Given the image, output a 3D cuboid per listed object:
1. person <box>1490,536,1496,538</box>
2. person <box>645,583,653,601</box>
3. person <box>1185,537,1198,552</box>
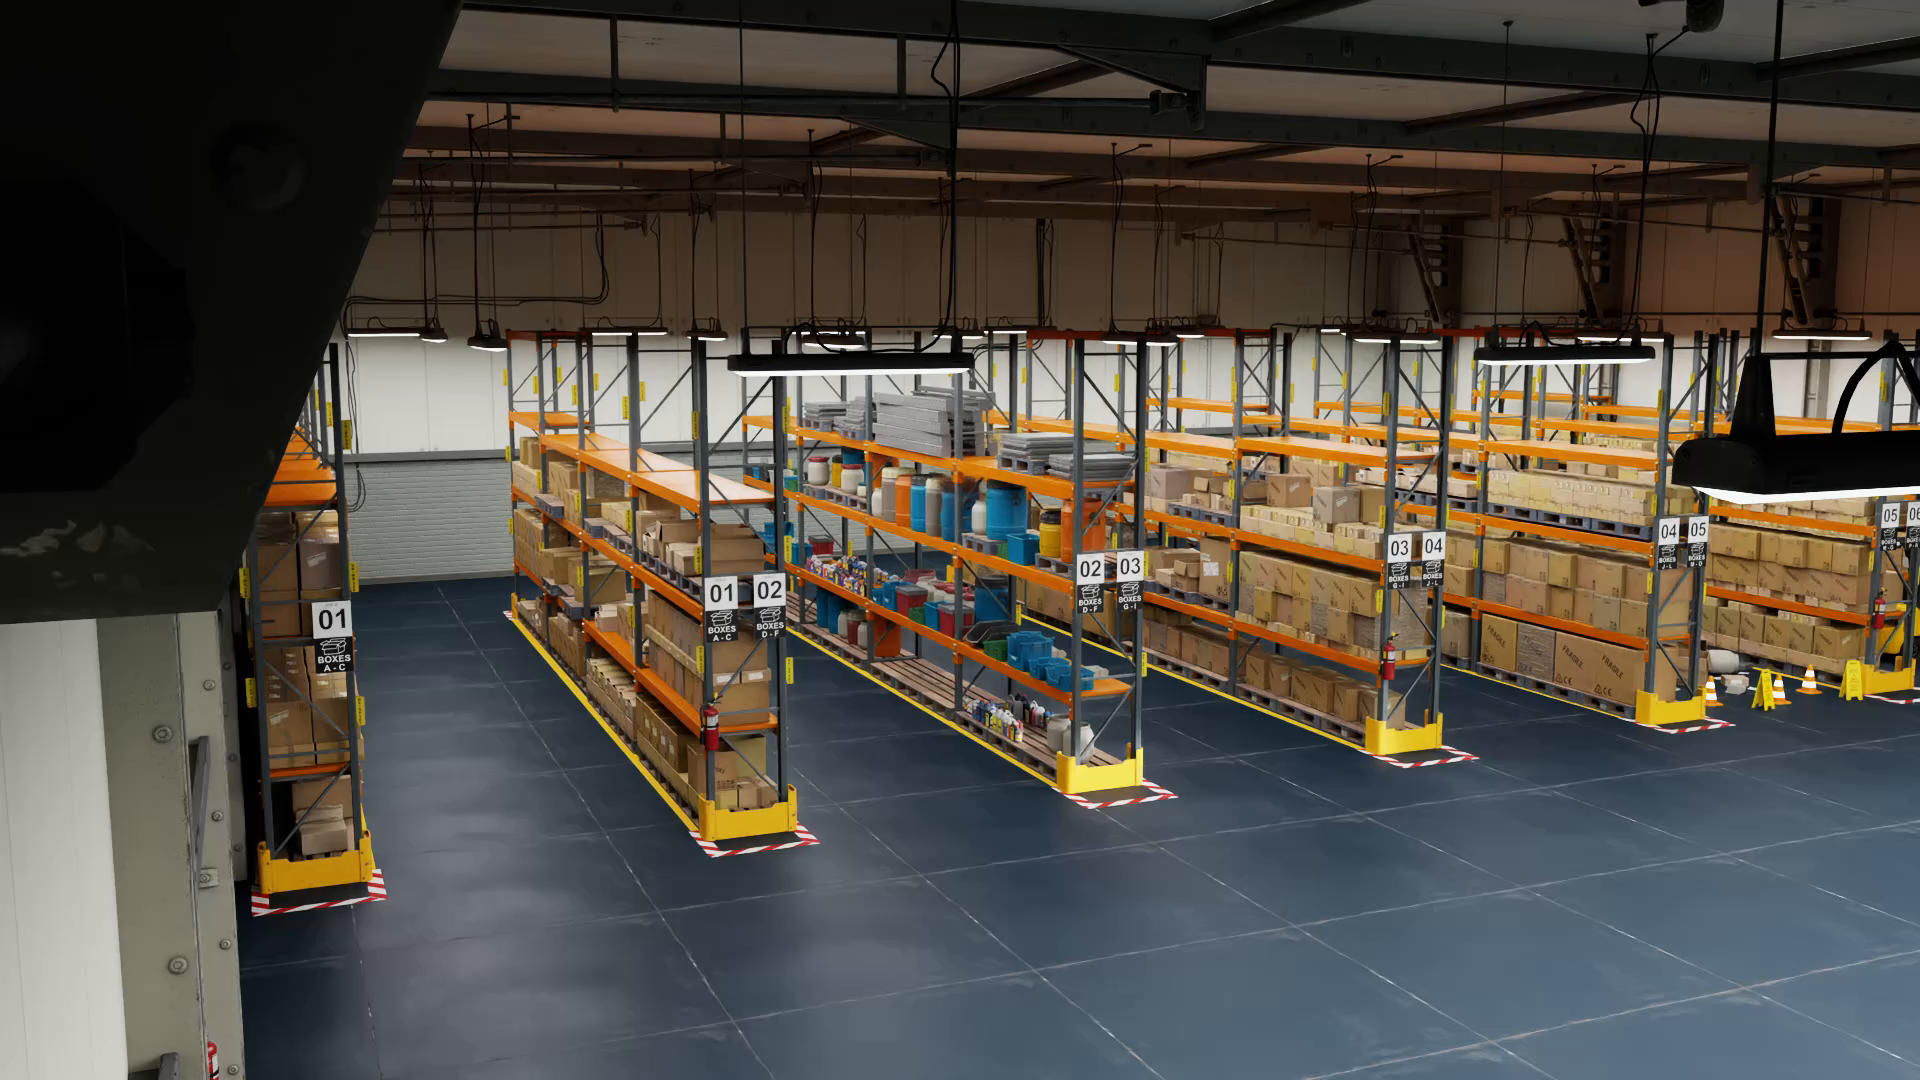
[{"bbox_3d":[10.952,0.812,34.215,0.441,1.774,0.610,7,10,40],"label":"person"},{"bbox_3d":[-6.057,0.990,32.906,0.648,1.825,0.596,3,8,23],"label":"person"},{"bbox_3d":[4.873,0.772,34.792,0.433,1.681,0.526,5,9,33],"label":"person"}]
